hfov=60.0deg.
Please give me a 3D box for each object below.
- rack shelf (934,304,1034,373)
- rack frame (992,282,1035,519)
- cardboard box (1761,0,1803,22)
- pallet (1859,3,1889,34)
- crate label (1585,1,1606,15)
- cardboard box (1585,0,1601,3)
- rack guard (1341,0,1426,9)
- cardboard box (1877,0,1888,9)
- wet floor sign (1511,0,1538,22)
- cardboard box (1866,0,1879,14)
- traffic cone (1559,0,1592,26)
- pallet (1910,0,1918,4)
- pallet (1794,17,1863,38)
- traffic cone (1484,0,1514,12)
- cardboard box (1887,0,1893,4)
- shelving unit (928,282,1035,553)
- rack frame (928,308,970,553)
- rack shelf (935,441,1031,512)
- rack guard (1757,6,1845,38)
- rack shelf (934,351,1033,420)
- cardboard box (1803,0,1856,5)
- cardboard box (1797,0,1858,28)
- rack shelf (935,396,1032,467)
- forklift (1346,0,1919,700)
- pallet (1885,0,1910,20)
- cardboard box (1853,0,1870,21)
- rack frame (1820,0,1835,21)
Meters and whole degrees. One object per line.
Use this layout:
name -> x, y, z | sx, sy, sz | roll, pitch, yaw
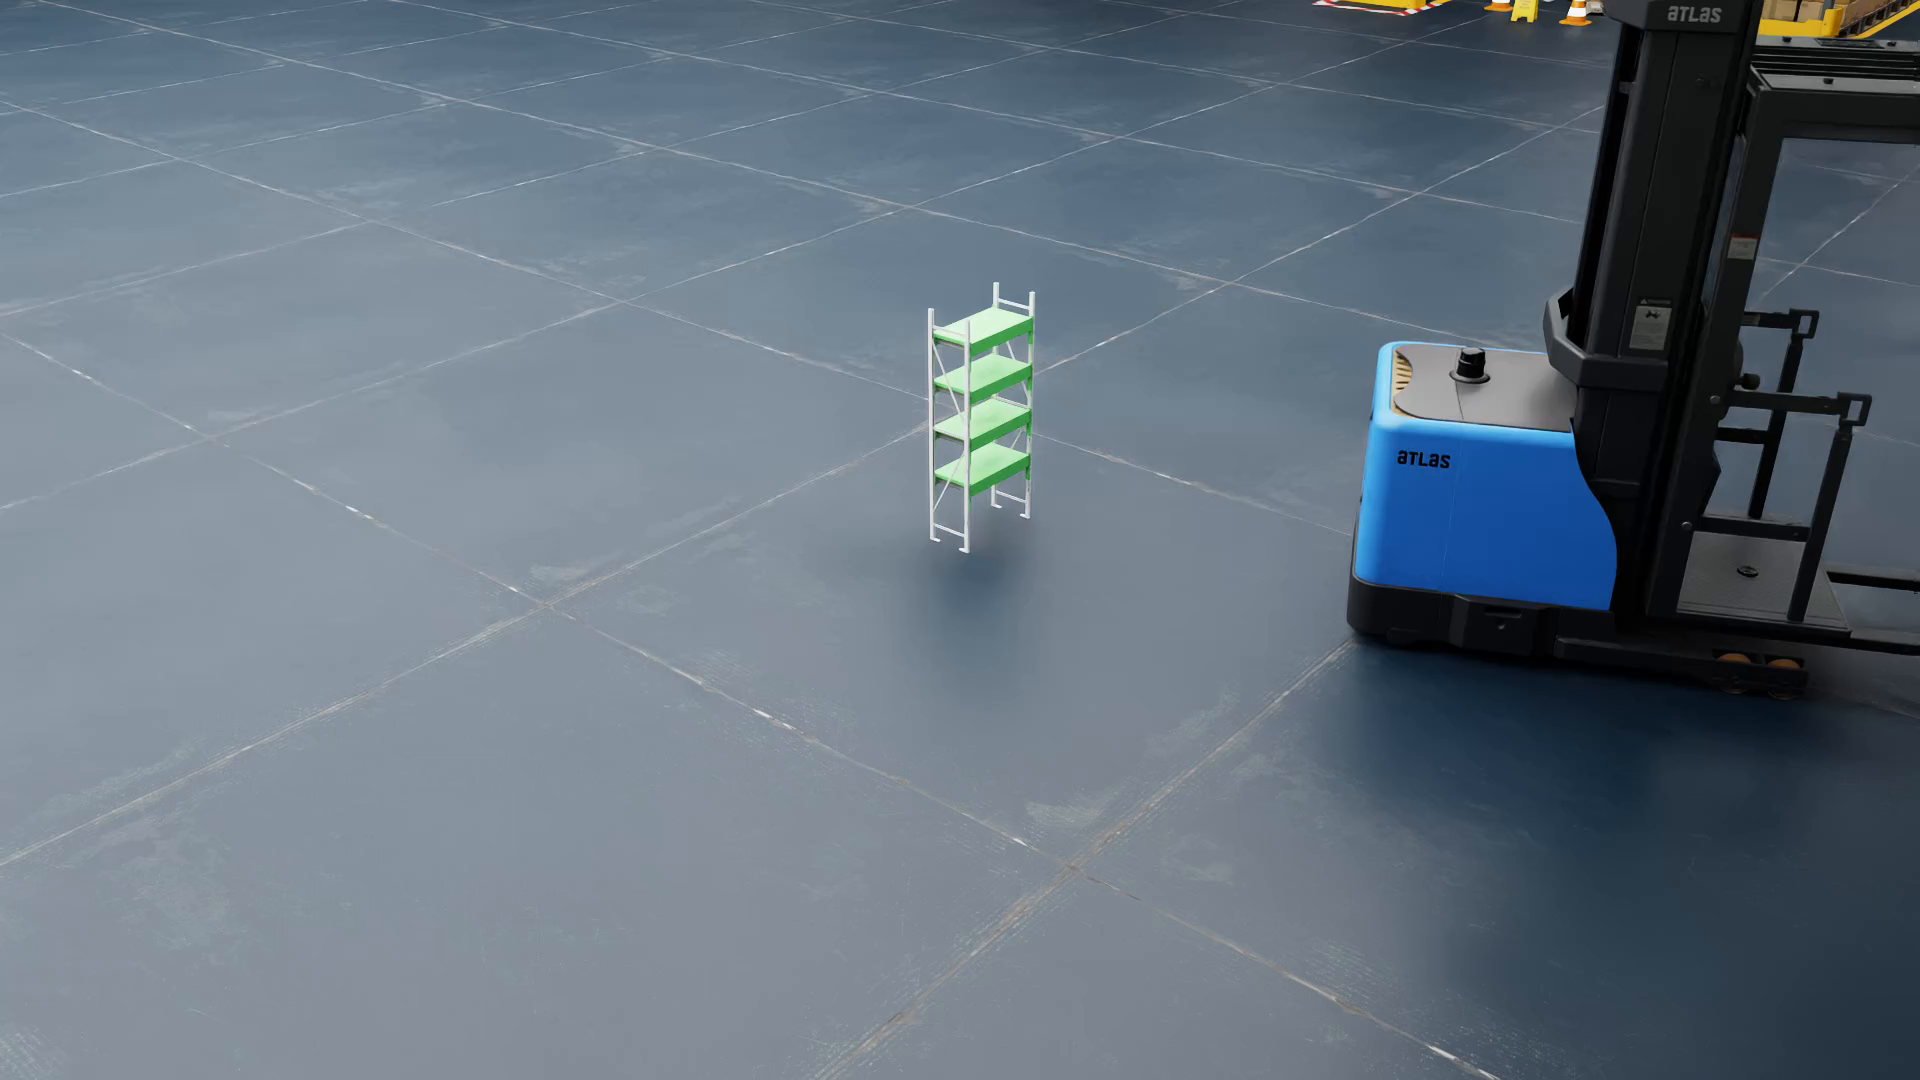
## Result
rack shelf -> 0.105, -0.961, 7.897 | 0.258, 0.148, 0.480 | 21, 34, 34
rack frame -> 0.261, -0.678, 8.255 | 0.240, 1.200, 0.015 | 21, 34, 34
cardboard box -> 9.771, -6.369, 19.833 | 0.500, 0.250, 0.500 | 21, 34, 34
pallet -> 10.818, -6.527, 20.638 | 1.003, 0.211, 1.213 | 21, 34, 34
crate label -> 8.106, -6.789, 21.225 | 0.250, 0.136, 0.298 | 4, 28, 8
cardboard box -> 8.613, -7.284, 21.783 | 0.797, 0.503, 0.637 | 0, 27, 0
rack guard -> 5.550, -7.323, 21.861 | 1.175, 0.500, 0.348 | 21, 34, 34
cardboard box -> 11.167, -6.755, 20.579 | 0.500, 0.250, 0.500 | 21, 34, 35
wet floor sign -> 7.075, -6.807, 20.705 | 0.267, 0.644, 0.232 | 15, 31, 26
cardboard box -> 10.843, -6.577, 20.234 | 0.500, 0.250, 0.500 | 24, 35, 38
traffic cone -> 7.654, -6.637, 20.576 | 0.336, 0.463, 0.334 | 21, 34, 34
pallet -> 12.487, -7.487, 22.492 | 1.003, 0.211, 1.213 | 21, 34, 34
pallet -> 10.041, -6.097, 19.805 | 1.003, 0.211, 1.213 | 21, 34, 34
traffic cone -> 6.999, -7.088, 21.447 | 0.336, 0.463, 0.334 | 21, 34, 34
cardboard box -> 11.494, -6.934, 20.925 | 0.500, 0.250, 0.500 | 20, 33, 33
shelving unit -> 0.105, -0.592, 8.088 | 0.258, 1.200, 0.503 | 21, 34, 34
rack frame -> -0.050, -0.505, 7.921 | 0.240, 1.200, 0.015 | 21, 34, 34
rack shelf -> 0.105, -0.322, 8.227 | 0.258, 0.148, 0.480 | 21, 34, 34
rack guard -> 9.497, -5.947, 19.202 | 1.175, 0.500, 0.348 | 21, 34, 34
rack shelf -> 0.105, -0.748, 8.007 | 0.258, 0.148, 0.480 | 21, 34, 34
cardboard box -> 10.190, -6.543, 19.352 | 0.500, 0.500, 0.500 | 19, 33, 33
cardboard box -> 10.175, -6.201, 19.508 | 0.500, 0.250, 0.500 | 20, 34, 34
rack shelf -> 0.105, -0.535, 8.117 | 0.258, 0.148, 0.480 | 21, 34, 34
forklift -> 3.294, -0.905, 6.809 | 3.031, 2.935, 1.130 | 7, 28, 12
pallet -> 11.593, -6.962, 21.477 | 1.003, 0.211, 1.213 | 21, 34, 34
cardboard box -> 10.506, -6.380, 19.853 | 0.500, 0.250, 0.500 | 22, 35, 36
rack frame -> 9.449, -7.030, 18.576 | 1.000, 3.000, 0.127 | 21, 34, 34
